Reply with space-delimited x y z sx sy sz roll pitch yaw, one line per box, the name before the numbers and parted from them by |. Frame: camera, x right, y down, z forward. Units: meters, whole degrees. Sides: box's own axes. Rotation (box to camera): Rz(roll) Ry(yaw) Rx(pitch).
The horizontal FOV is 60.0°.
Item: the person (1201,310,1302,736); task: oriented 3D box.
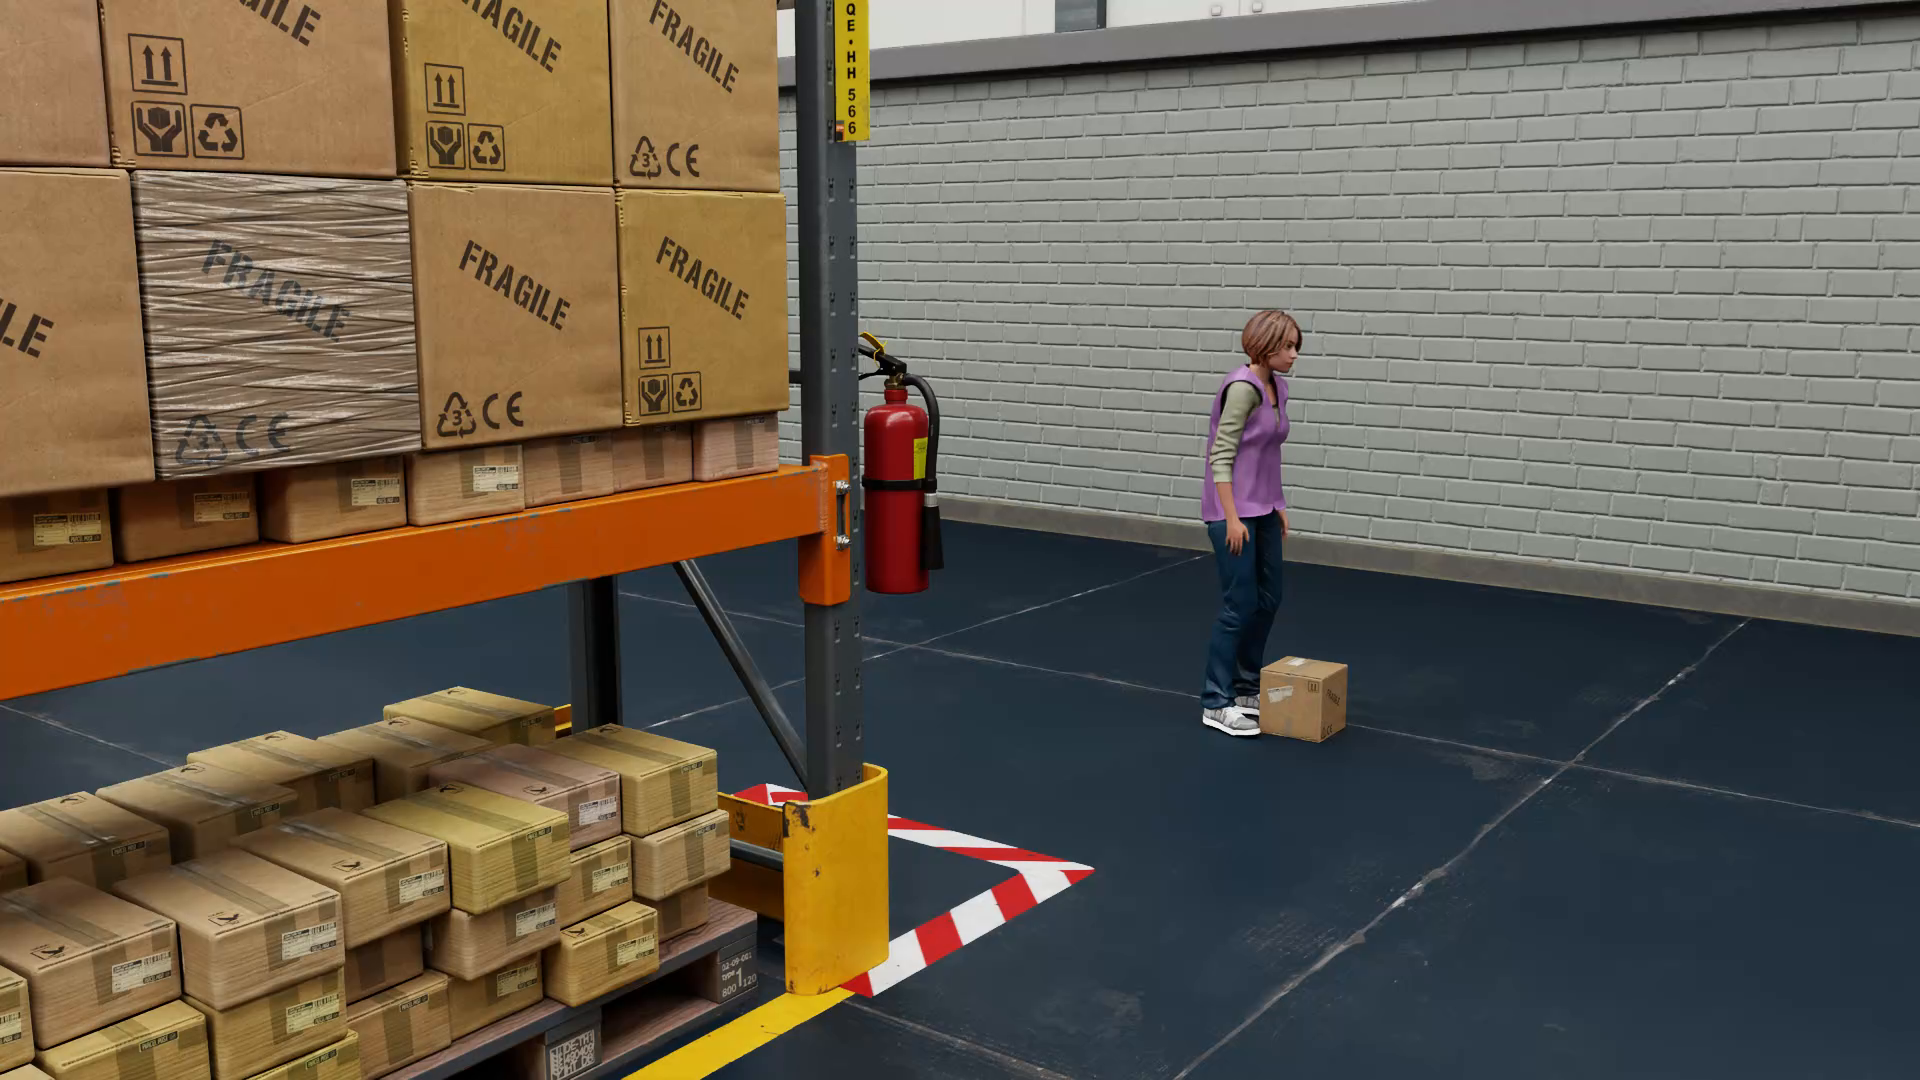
person | 1.111 -0.078 6.375 0.344 1.594 0.462 7 12 36
